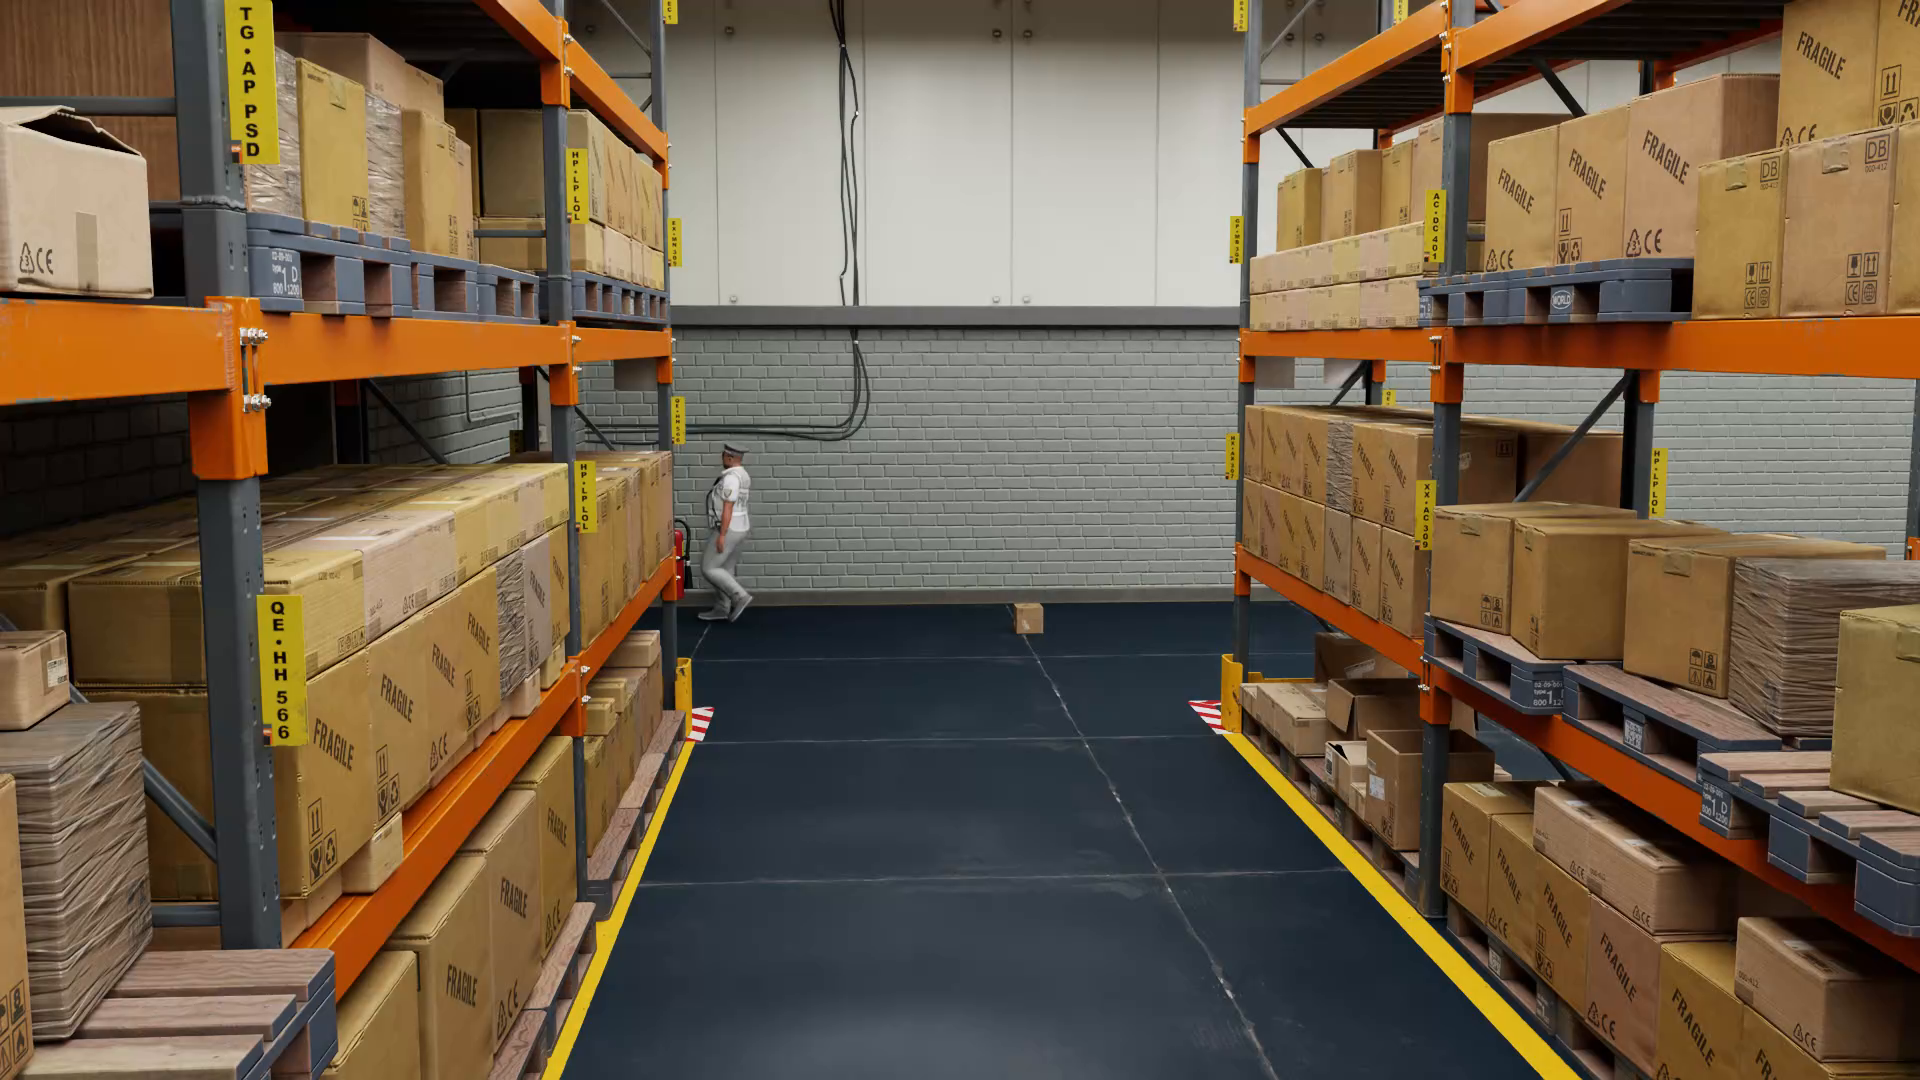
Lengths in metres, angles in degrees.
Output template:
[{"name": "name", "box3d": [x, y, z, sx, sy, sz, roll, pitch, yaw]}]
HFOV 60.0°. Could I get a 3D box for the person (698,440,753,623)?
[{"name": "person", "box3d": [-2.286, -0.083, 16.141, 0.619, 1.764, 0.579, 1, 7, 7]}]
